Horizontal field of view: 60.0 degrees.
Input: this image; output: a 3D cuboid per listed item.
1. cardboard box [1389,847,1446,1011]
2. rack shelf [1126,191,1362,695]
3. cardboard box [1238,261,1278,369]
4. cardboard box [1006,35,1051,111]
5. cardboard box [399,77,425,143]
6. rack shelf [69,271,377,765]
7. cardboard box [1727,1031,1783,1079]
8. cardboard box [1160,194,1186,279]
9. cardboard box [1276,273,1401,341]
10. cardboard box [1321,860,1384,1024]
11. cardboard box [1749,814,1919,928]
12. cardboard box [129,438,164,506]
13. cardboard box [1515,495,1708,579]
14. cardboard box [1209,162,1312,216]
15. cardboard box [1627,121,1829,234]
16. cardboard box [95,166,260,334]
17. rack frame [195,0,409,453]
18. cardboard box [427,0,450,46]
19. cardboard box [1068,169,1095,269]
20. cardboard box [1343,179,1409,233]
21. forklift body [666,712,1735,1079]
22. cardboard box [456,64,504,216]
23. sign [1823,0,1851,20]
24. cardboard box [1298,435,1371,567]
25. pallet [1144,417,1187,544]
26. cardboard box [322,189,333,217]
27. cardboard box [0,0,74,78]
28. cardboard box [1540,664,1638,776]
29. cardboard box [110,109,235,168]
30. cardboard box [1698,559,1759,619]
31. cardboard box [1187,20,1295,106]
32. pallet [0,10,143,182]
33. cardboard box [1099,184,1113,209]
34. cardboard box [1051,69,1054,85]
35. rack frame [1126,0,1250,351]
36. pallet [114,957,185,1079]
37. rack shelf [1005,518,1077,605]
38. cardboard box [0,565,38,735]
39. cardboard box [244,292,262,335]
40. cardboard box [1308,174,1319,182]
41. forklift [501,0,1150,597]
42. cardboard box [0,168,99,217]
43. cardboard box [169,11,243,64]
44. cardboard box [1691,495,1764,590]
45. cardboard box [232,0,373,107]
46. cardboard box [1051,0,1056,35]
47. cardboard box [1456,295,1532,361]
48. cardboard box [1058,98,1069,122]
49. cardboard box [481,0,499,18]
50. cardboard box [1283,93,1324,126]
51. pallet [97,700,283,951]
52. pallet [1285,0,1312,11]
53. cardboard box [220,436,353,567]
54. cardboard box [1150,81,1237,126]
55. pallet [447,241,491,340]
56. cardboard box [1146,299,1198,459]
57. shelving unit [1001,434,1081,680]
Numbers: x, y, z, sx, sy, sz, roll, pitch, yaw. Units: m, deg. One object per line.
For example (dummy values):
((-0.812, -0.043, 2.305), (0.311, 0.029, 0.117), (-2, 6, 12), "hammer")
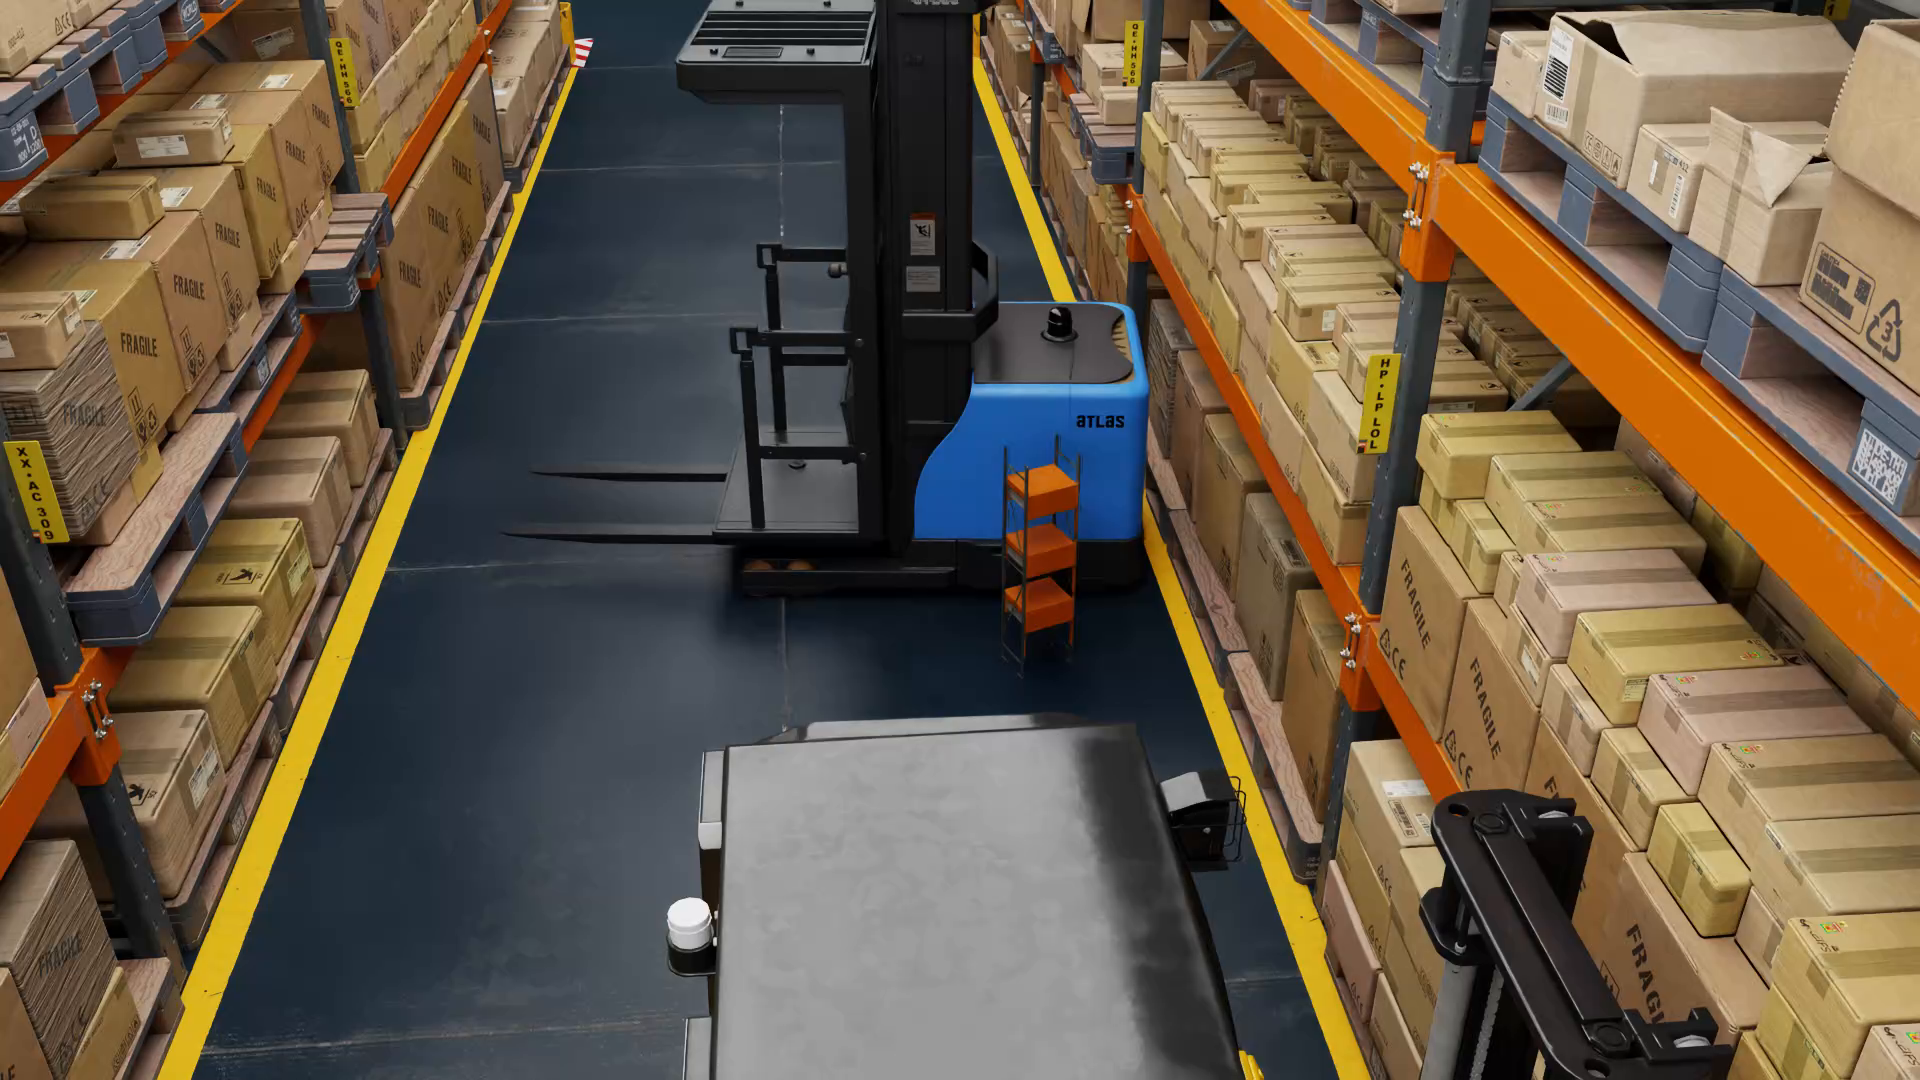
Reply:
((1.559, 1.123, 4.741), (0.500, 0.250, 0.500), (-3, 31, -5), "cardboard box")
((1.601, -0.683, 7.171), (1.077, 0.370, 4.000), (-3, 31, -5), "rack shelf")
((1.391, -0.883, 6.463), (0.500, 0.250, 0.500), (-2, 31, -4), "cardboard box")
((0.768, -3.920, 13.915), (0.700, 0.500, 0.500), (-4, 31, -6), "cardboard box")
((-3.431, -2.501, 9.658), (0.500, 0.250, 0.500), (-2, 31, -3), "cardboard box")
((-3.340, -0.444, 6.769), (1.077, 0.370, 4.000), (-3, 31, -5), "rack shelf")
((1.767, 1.263, 3.114), (0.500, 0.500, 0.500), (-3, 31, -6), "cardboard box")
((1.255, -1.454, 7.905), (0.500, 0.250, 0.500), (-3, 31, -6), "cardboard box")
((1.366, -0.843, 6.005), (0.380, 0.149, 0.250), (-4, 31, -6), "cardboard box")
((1.504, 1.292, 5.434), (0.500, 0.250, 0.500), (-2, 31, -4), "cardboard box")
((1.769, 0.666, 3.189), (0.380, 0.149, 0.250), (-2, 31, -4), "cardboard box")
((-2.905, -0.229, 5.544), (0.380, 0.149, 0.250), (-2, 31, -4), "cardboard box")
((1.670, 0.016, 4.279), (0.380, 0.149, 0.250), (-3, 31, -6), "cardboard box")
((1.282, -1.499, 7.105), (0.380, 0.149, 0.250), (-2, 31, -4), "cardboard box")
((1.600, -0.738, 3.374), (0.380, 0.149, 0.250), (-2, 31, -3), "cardboard box")
((-3.050, -1.106, 6.379), (0.500, 0.500, 0.500), (-4, 31, -7), "cardboard box")
((-3.527, -1.774, 8.294), (1.000, 3.000, 0.127), (-3, 31, -5), "rack frame")
((-3.509, -3.234, 10.397), (0.500, 0.250, 0.500), (-2, 31, -3), "cardboard box")
((1.006, -2.113, 10.891), (0.500, 0.500, 0.500), (-4, 31, -6), "cardboard box")
((1.809, -1.395, 6.931), (0.380, 0.149, 0.250), (-2, 31, -3), "cardboard box")
((0.168, 1.555, 3.550), (2.313, 2.155, 1.214), (-3, 31, -5), "forklift body")
((-3.763, -2.771, 11.627), (0.875, 0.875, 0.875), (-2, 31, -3), "cardboard box")
((2.341, -1.542, 4.400), (0.100, 0.325, 0.005), (-3, 31, -5), "sign")
((1.481, -0.152, 5.725), (0.500, 0.250, 0.500), (-2, 31, -3), "cardboard box")
((1.453, -0.394, 8.704), (1.003, 0.211, 1.213), (-3, 31, -5), "pallet")
((-3.165, -1.557, 7.766), (0.380, 0.149, 0.250), (-2, 31, -4), "cardboard box")
((-2.809, -1.453, 4.568), (0.500, 0.250, 0.500), (-4, 31, -6), "cardboard box")
((1.606, 0.410, 3.908), (0.380, 0.149, 0.250), (-3, 31, -5), "cardboard box")
((-3.093, -1.581, 6.543), (0.380, 0.149, 0.250), (-4, 31, -7), "cardboard box")
((2.148, 0.121, 4.392), (0.380, 0.149, 0.250), (-2, 31, -3), "cardboard box")
((1.522, -2.507, 9.015), (0.500, 0.500, 0.500), (-1, 31, -2), "cardboard box")
((-3.105, -1.259, 4.690), (1.213, 0.211, 1.003), (-3, 31, -5), "pallet")
((1.076, -2.178, 10.366), (0.380, 0.149, 0.250), (-3, 31, -5), "cardboard box")
((0.870, -3.376, 12.082), (0.380, 0.149, 0.250), (-3, 31, -5), "cardboard box")
((1.414, -2.013, 8.696), (1.000, 3.000, 0.127), (-3, 31, -5), "rack frame")
((-3.056, 1.807, 5.019), (1.003, 0.211, 1.213), (-3, 31, -5), "pallet")
((0.338, 0.091, 7.094), (0.240, 0.259, 0.215), (-15, 34, -23), "rack shelf")
((-2.864, 0.313, 4.413), (0.500, 0.500, 0.500), (-4, 31, -6), "cardboard box")
((-3.039, -0.903, 6.672), (0.380, 0.149, 0.250), (-4, 31, -6), "cardboard box")
((1.827, -1.431, 7.379), (0.500, 0.250, 0.500), (-3, 31, -5), "cardboard box")
((-0.657, -1.262, 7.505), (3.031, 2.935, 1.130), (0, 31, 1), "forklift")
((-3.565, -1.091, 6.355), (0.500, 0.500, 0.500), (-4, 31, -6), "cardboard box")
((-3.836, -2.497, 8.433), (0.500, 0.500, 0.500), (-4, 31, -6), "cardboard box")
((2.139, -0.007, 4.317), (0.380, 0.149, 0.250), (-3, 31, -5), "cardboard box")
((-3.330, -2.509, 8.453), (0.500, 0.500, 0.500), (-4, 31, -6), "cardboard box")
((0.788, -3.450, 10.823), (0.396, 0.266, 0.258), (-1, 31, -2), "cardboard box")
((1.974, -0.749, 5.849), (0.380, 0.149, 0.250), (-3, 31, -5), "cardboard box")
((0.912, -3.108, 11.923), (0.380, 0.149, 0.250), (-4, 31, -6), "cardboard box")
((-3.684, -4.111, 12.110), (0.500, 0.500, 0.500), (-2, 31, -3), "cardboard box")
((1.782, -2.050, 8.027), (0.380, 0.149, 0.250), (-2, 31, -3), "cardboard box")
((-3.228, 1.068, 6.256), (1.003, 0.211, 1.213), (-3, 31, -5), "pallet")
((1.674, -2.307, 6.446), (1.003, 0.211, 1.213), (-1, 31, -2), "pallet")
((-3.407, -0.160, 7.747), (0.950, 0.372, 0.625), (-3, 31, -6), "cardboard box")
((1.151, -2.158, 8.208), (0.380, 0.149, 0.250), (-2, 31, -3), "cardboard box")
((-3.637, -1.604, 10.730), (1.003, 0.211, 1.213), (-3, 31, -5), "pallet")
((1.459, -0.855, 8.663), (0.875, 0.625, 0.625), (-2, 31, -3), "cardboard box")
((0.338, 0.082, 7.089), (0.252, 1.050, 0.215), (-15, 34, -23), "shelving unit")
